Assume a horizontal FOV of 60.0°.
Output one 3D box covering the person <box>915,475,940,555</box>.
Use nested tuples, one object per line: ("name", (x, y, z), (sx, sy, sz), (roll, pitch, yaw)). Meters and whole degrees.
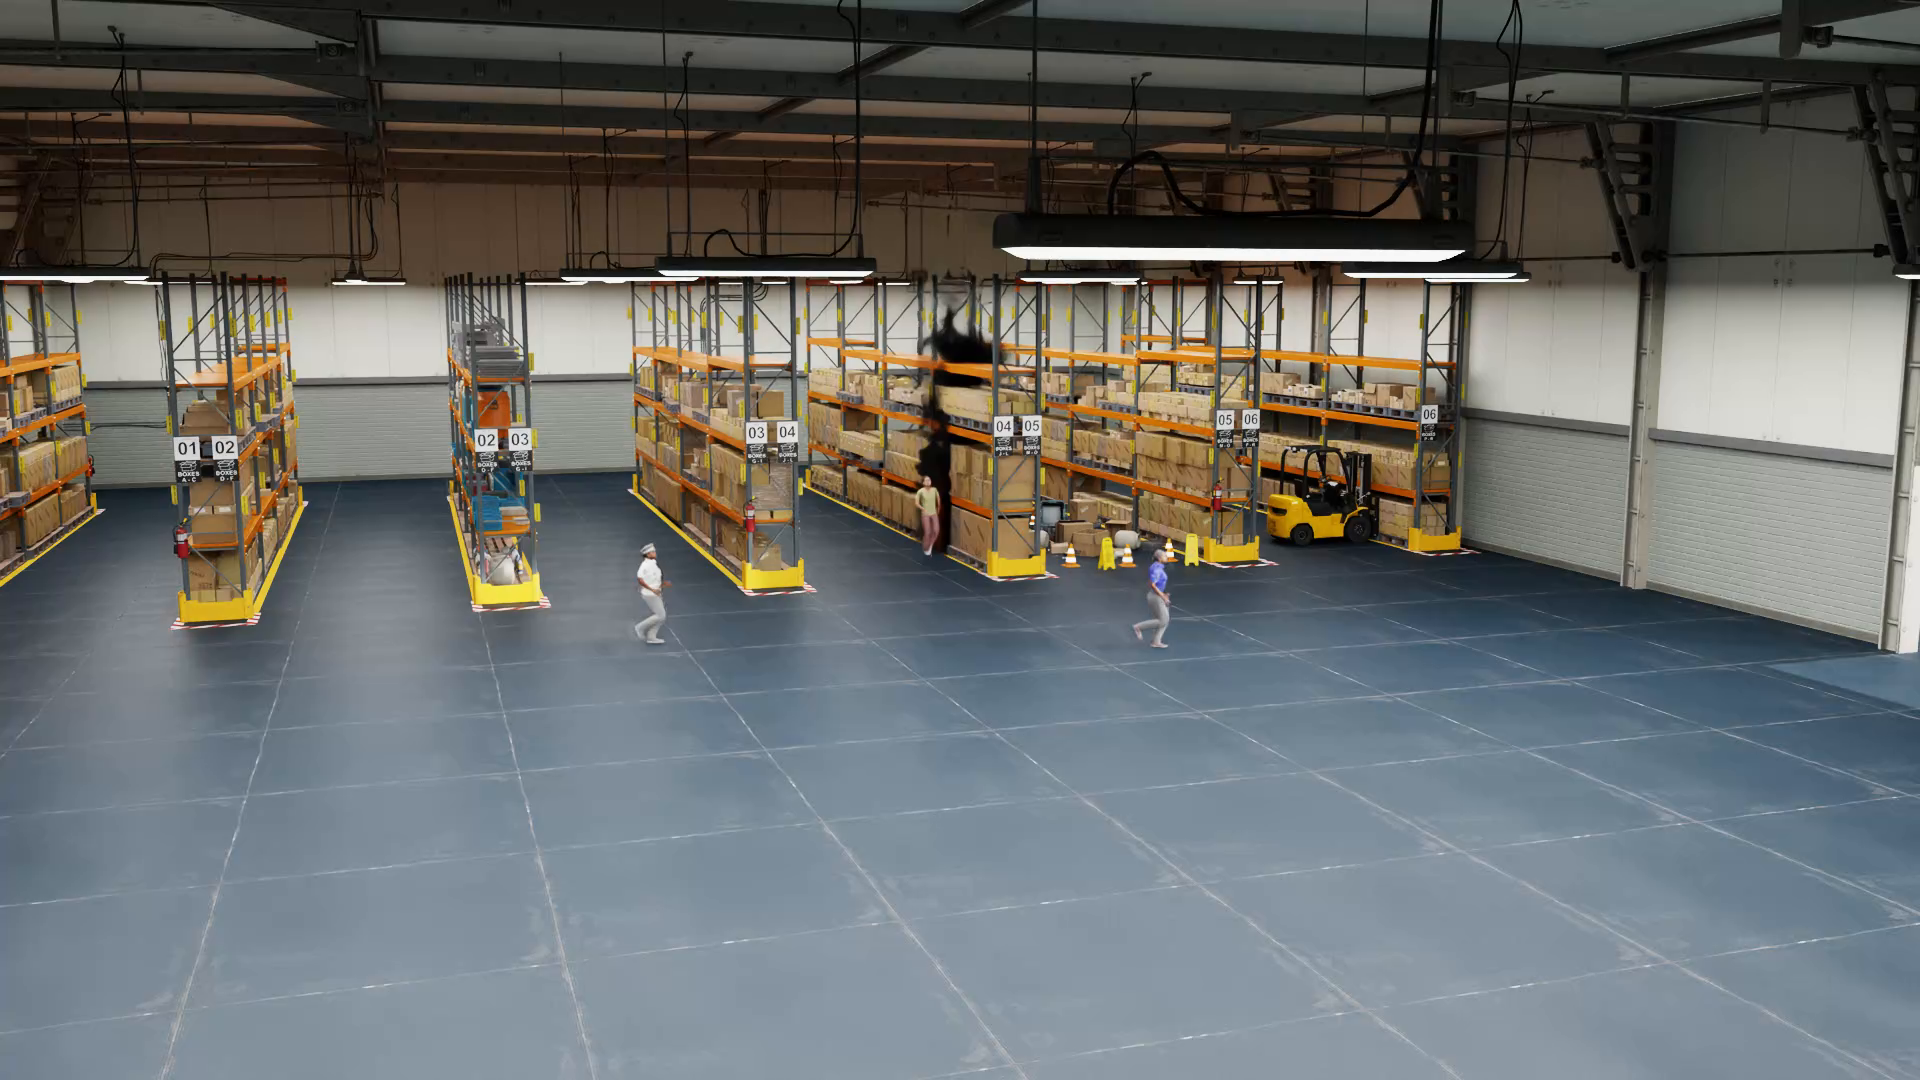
("person", (-0.629, -0.490, 34.078), (0.590, 1.618, 0.512), (-3, 9, -19))

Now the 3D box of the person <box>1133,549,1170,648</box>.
("person", (3.068, 0.941, 26.613), (0.592, 1.608, 0.558), (1, 9, 4))

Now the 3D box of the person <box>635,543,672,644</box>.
("person", (-4.972, 0.861, 26.907), (0.574, 1.651, 0.572), (0, 9, 0))

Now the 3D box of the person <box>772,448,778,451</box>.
("person", (-5.048, -2.077, 46.185), (0.618, 1.657, 0.738), (-2, 9, -10))

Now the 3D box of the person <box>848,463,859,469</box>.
("person", (-3.195, -2.611, 49.886), (0.765, 1.629, 1.149), (-7, 11, -40))
